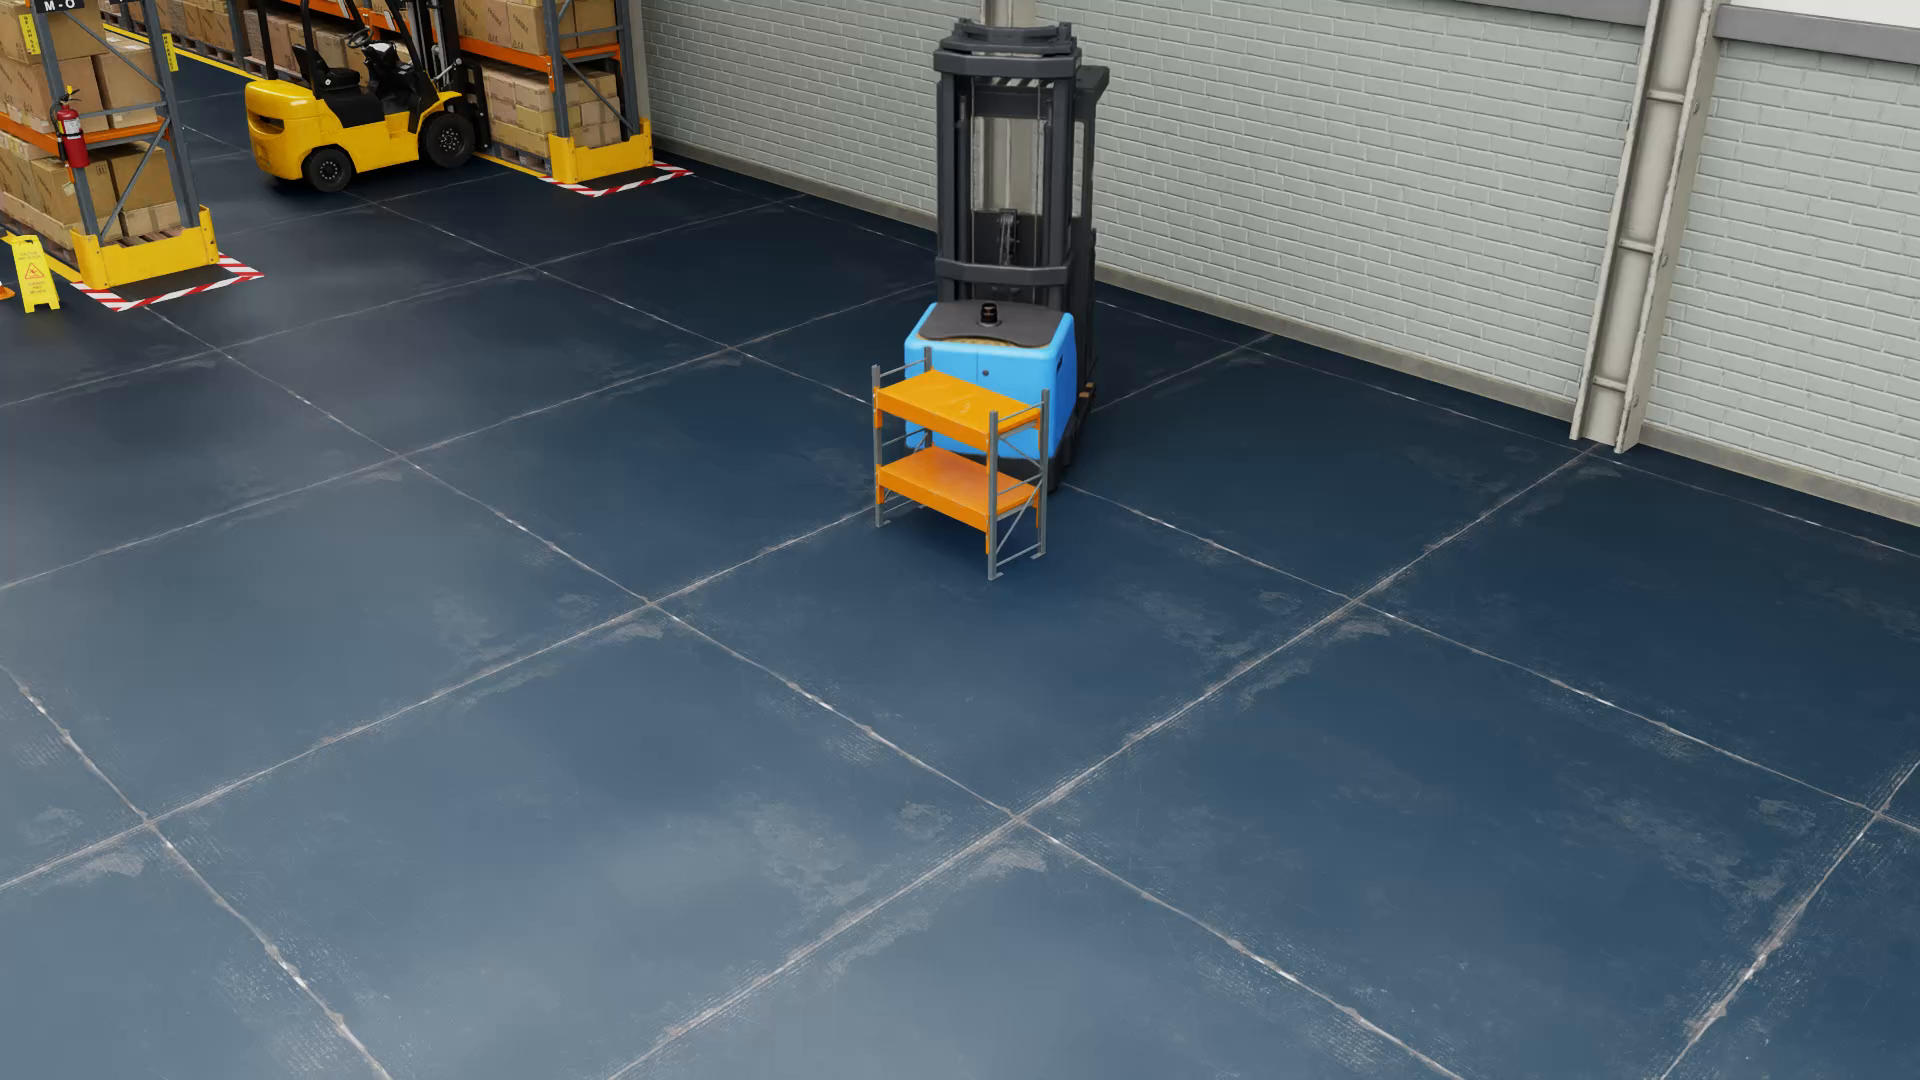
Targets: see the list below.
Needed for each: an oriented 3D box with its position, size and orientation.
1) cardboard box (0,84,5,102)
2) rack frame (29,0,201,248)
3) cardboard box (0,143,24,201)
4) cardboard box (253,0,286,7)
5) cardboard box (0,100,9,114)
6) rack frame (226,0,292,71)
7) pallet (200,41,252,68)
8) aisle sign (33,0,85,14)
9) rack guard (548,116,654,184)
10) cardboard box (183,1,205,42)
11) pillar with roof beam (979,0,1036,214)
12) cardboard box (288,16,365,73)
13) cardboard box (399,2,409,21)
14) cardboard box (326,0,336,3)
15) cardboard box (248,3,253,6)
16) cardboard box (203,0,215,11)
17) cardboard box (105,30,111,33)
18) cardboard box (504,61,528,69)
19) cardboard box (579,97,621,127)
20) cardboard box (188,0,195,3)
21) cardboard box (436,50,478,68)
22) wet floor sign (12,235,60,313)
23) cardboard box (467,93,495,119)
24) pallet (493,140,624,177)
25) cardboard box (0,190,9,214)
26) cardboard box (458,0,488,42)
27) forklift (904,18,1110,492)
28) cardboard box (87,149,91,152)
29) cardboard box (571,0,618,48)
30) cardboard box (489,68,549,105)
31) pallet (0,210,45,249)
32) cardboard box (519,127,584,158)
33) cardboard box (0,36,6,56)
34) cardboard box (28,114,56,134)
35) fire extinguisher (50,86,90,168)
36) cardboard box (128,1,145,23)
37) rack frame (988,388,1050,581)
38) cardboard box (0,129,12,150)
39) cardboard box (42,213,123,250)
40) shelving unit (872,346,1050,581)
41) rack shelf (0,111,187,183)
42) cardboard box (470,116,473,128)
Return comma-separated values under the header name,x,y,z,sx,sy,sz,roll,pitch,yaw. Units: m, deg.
name,x,y,z,sx,sy,sz,roll,pitch,yaw
cardboard box,-8.755,-4.393,15.448,0.500,0.500,0.500,24,36,38
rack frame,-7.467,-3.802,14.751,0.127,3.000,1.000,25,36,38
cardboard box,-8.950,-3.614,16.091,0.500,0.500,0.500,24,36,37
cardboard box,-9.847,-7.701,23.704,0.380,0.149,0.250,-23,35,-37
cardboard box,-8.844,-4.136,15.656,0.250,0.149,0.380,24,36,38
rack frame,-9.694,-8.061,22.850,0.127,3.000,1.000,25,36,38
pallet,-10.200,-7.083,23.987,1.213,0.211,1.003,25,36,38
aisle sign,-7.626,-4.836,13.925,0.004,0.787,0.394,25,36,38
rack guard,-3.972,-4.336,18.453,0.348,0.500,1.175,25,36,38
cardboard box,-10.871,-7.544,24.101,0.500,0.500,0.500,-23,36,-37
pillar with roof beam,-2.594,-5.246,11.051,0.400,9.000,9.100,25,36,38
cardboard box,-8.307,-6.557,22.092,0.625,0.625,0.875,23,35,36
cardboard box,-6.325,-6.404,19.592,0.500,0.500,0.500,-25,36,-38
cardboard box,-7.747,-6.929,20.859,0.500,0.250,0.500,24,36,38
cardboard box,-10.134,-7.538,24.090,0.500,0.500,0.500,25,37,39
cardboard box,-10.440,-7.583,23.480,0.250,0.149,0.380,22,35,36
cardboard box,-8.346,-4.558,15.762,0.500,0.500,0.500,24,36,37
cardboard box,-4.907,-5.410,19.238,0.500,0.250,0.500,24,36,38
cardboard box,-4.179,-4.863,18.735,0.500,0.250,0.500,-25,36,-38
cardboard box,-10.932,-7.866,24.018,0.250,0.149,0.380,24,36,38
cardboard box,-5.996,-5.576,19.554,0.500,0.250,0.500,-24,36,-38
wet floor sign,-8.081,-2.343,14.506,0.267,0.644,0.232,-13,30,-22
cardboard box,-5.289,-5.024,19.042,0.500,0.250,0.500,24,36,37
pallet,-4.564,-4.452,18.983,1.213,0.211,1.003,25,36,38
cardboard box,-9.319,-3.451,16.587,0.500,0.250,0.500,24,36,38
cardboard box,-5.253,-5.908,18.648,0.500,0.500,0.500,24,36,37
forklift,0.434,-2.280,11.930,1.130,2.935,3.031,6,28,11
cardboard box,-8.241,-3.635,16.130,0.500,0.500,0.500,23,35,37
cardboard box,-4.148,-5.749,18.346,0.500,0.500,0.500,-24,36,-38
cardboard box,-4.905,-5.073,18.598,0.500,0.250,0.500,-25,36,-38
pallet,-8.941,-3.267,16.731,1.213,0.211,1.003,25,36,38
cardboard box,-4.546,-4.468,18.521,0.500,0.250,0.500,25,37,39
cardboard box,-8.340,-4.682,14.924,0.700,0.500,0.500,-25,37,-39
cardboard box,-8.142,-3.788,14.994,0.250,0.149,0.380,24,36,38
fire extinguisher,-7.708,-3.578,14.407,0.183,0.674,0.296,25,36,38
cardboard box,-12.359,-8.213,25.374,0.500,0.500,0.500,-23,36,-37
rack frame,0.358,-0.334,10.170,0.032,1.125,0.500,25,36,38
cardboard box,-8.893,-3.832,15.808,0.380,0.149,0.250,-23,36,-37
cardboard box,-8.249,-2.953,15.640,0.500,0.250,0.500,24,36,38
shelving unit,-0.005,-0.500,10.486,1.048,1.125,0.538,25,36,38
rack shelf,-8.893,-4.136,16.160,4.000,0.370,1.077,25,36,38
cardboard box,-5.630,-4.962,19.459,0.500,0.250,0.500,-24,36,-38
